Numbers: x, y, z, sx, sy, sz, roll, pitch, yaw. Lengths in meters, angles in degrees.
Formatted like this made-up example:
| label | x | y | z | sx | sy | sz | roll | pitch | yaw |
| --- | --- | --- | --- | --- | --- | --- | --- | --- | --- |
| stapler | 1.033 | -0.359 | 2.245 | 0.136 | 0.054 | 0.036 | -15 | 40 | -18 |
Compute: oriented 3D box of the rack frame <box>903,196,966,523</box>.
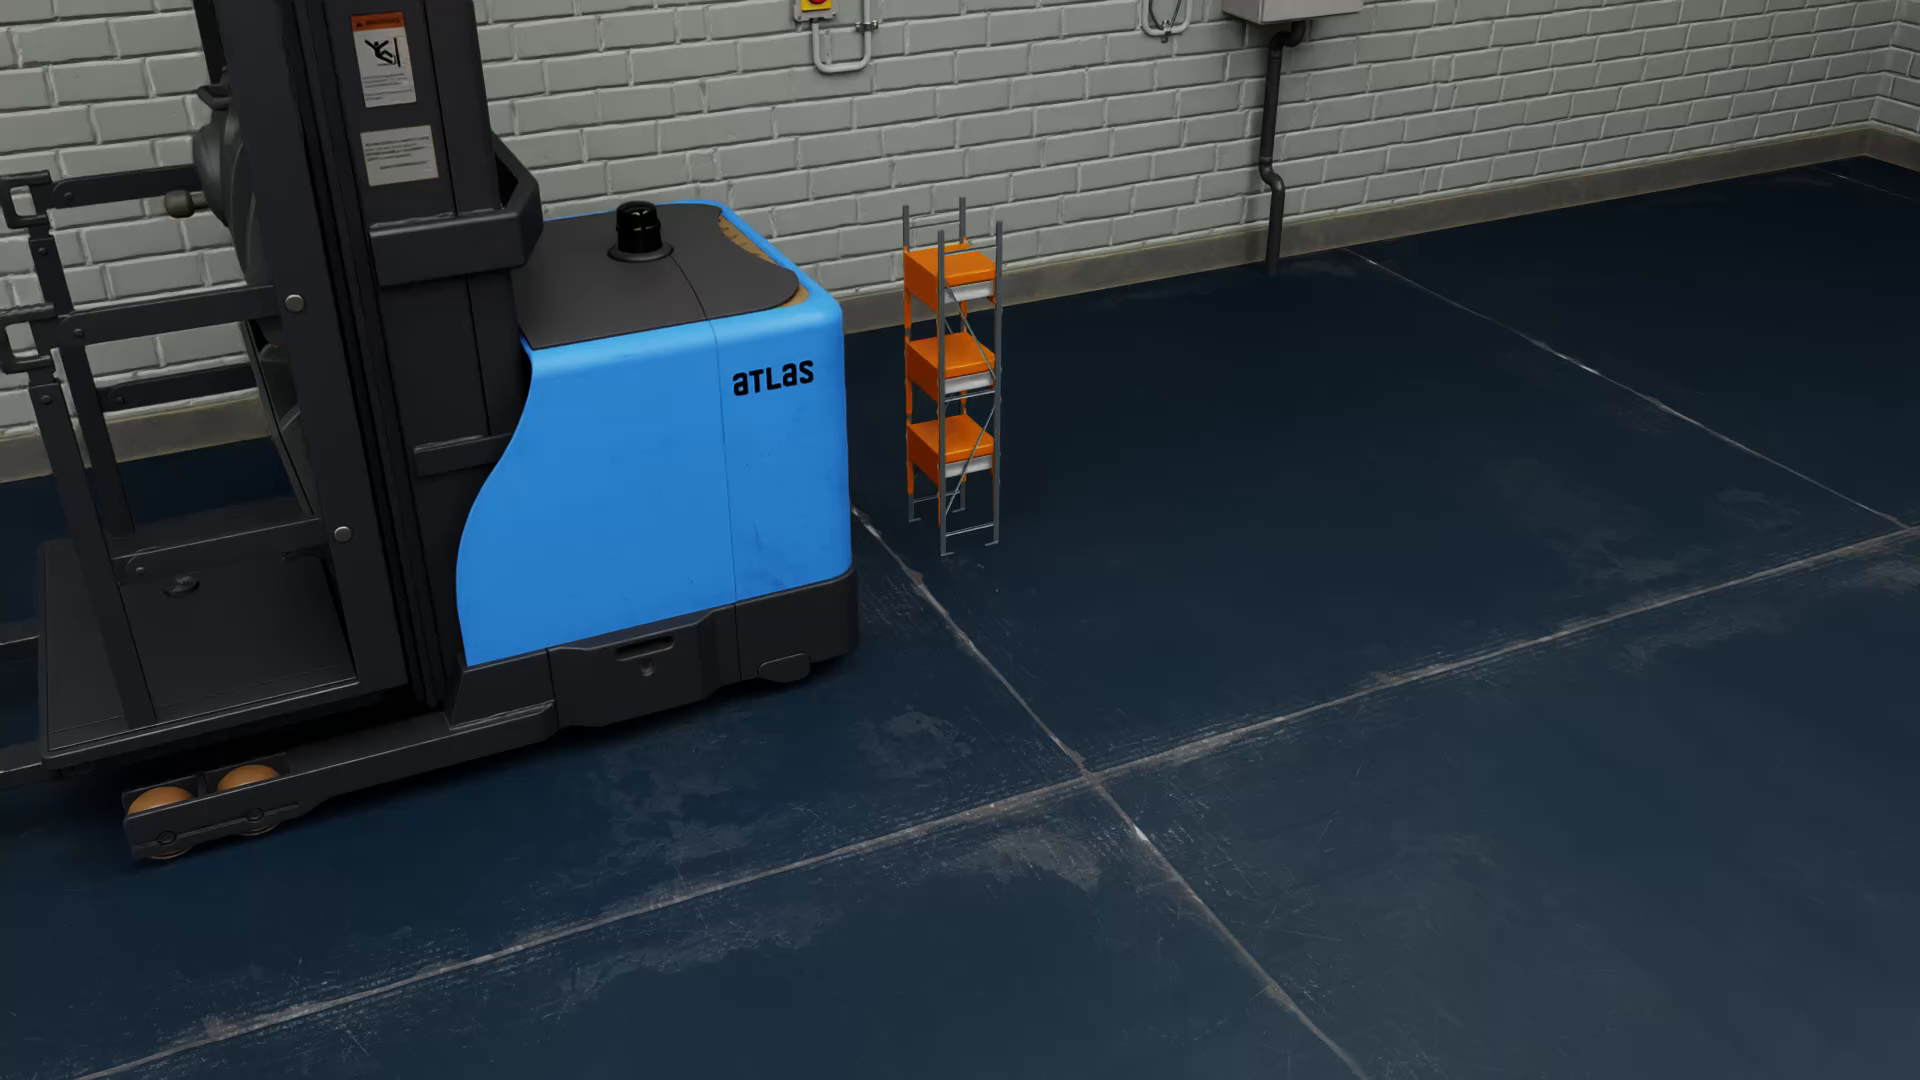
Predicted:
| label | x | y | z | sx | sy | sz | roll | pitch | yaw |
| --- | --- | --- | --- | --- | --- | --- | --- | --- | --- |
| rack frame | -0.075 | -0.535 | 5.132 | 0.200 | 1.050 | 0.008 | -13 | 32 | -22 |

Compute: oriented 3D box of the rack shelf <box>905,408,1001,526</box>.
| label | x | y | z | sx | sy | sz | roll | pitch | yaw |
| --- | --- | --- | --- | --- | --- | --- | --- | --- | --- |
| rack shelf | -0.023 | -0.230 | 5.177 | 0.215 | 0.259 | 0.240 | -13 | 32 | -22 |

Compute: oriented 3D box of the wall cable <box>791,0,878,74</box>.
| label | x | y | z | sx | sy | sz | roll | pitch | yaw |
| --- | --- | --- | --- | --- | --- | --- | --- | --- | --- |
| wall cable | -0.551 | -2.558 | 5.673 | 0.585 | 1.953 | 0.123 | -13 | 32 | -22 |

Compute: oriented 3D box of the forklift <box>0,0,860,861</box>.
| label | x | y | z | sx | sy | sz | roll | pitch | yaw |
| --- | --- | --- | --- | --- | --- | --- | --- | --- | --- |
| forklift | -1.834 | -0.824 | 3.722 | 3.031 | 2.935 | 1.130 | -13 | 32 | -23 |

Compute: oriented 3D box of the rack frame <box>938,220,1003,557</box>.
| label | x | y | z | sx | sy | sz | roll | pitch | yaw |
| --- | --- | --- | --- | --- | --- | --- | --- | --- | --- |
| rack frame | 0.029 | -0.428 | 4.939 | 0.200 | 1.050 | 0.008 | -13 | 32 | -22 |

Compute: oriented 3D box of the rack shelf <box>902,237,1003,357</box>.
| label | x | y | z | sx | sy | sz | roll | pitch | yaw |
| --- | --- | --- | --- | --- | --- | --- | --- | --- | --- |
| rack shelf | -0.023 | -0.720 | 4.902 | 0.215 | 0.259 | 0.240 | -13 | 32 | -22 |

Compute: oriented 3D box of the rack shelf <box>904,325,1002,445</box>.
| label | x | y | z | sx | sy | sz | roll | pitch | yaw |
| --- | --- | --- | --- | --- | --- | --- | --- | --- | --- |
| rack shelf | -0.023 | -0.472 | 5.041 | 0.215 | 0.259 | 0.240 | -13 | 32 | -22 |

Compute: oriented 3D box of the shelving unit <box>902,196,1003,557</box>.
| label | x | y | z | sx | sy | sz | roll | pitch | yaw |
| --- | --- | --- | --- | --- | --- | --- | --- | --- | --- |
| shelving unit | -0.023 | -0.482 | 5.035 | 0.215 | 1.050 | 0.252 | -13 | 32 | -22 |

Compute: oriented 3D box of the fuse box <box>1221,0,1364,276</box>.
| label | x | y | z | sx | sy | sz | roll | pitch | yaw |
| --- | --- | --- | --- | --- | --- | --- | --- | --- | --- |
| fuse box | 1.409 | -1.915 | 6.916 | 0.539 | 1.711 | 0.414 | -13 | 32 | -22 |

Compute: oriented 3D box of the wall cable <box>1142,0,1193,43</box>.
| label | x | y | z | sx | sy | sz | roll | pitch | yaw |
| --- | --- | --- | --- | --- | --- | --- | --- | --- | --- |
| wall cable | 0.725 | -2.847 | 6.221 | 0.588 | 1.984 | 0.122 | -13 | 32 | -22 |
